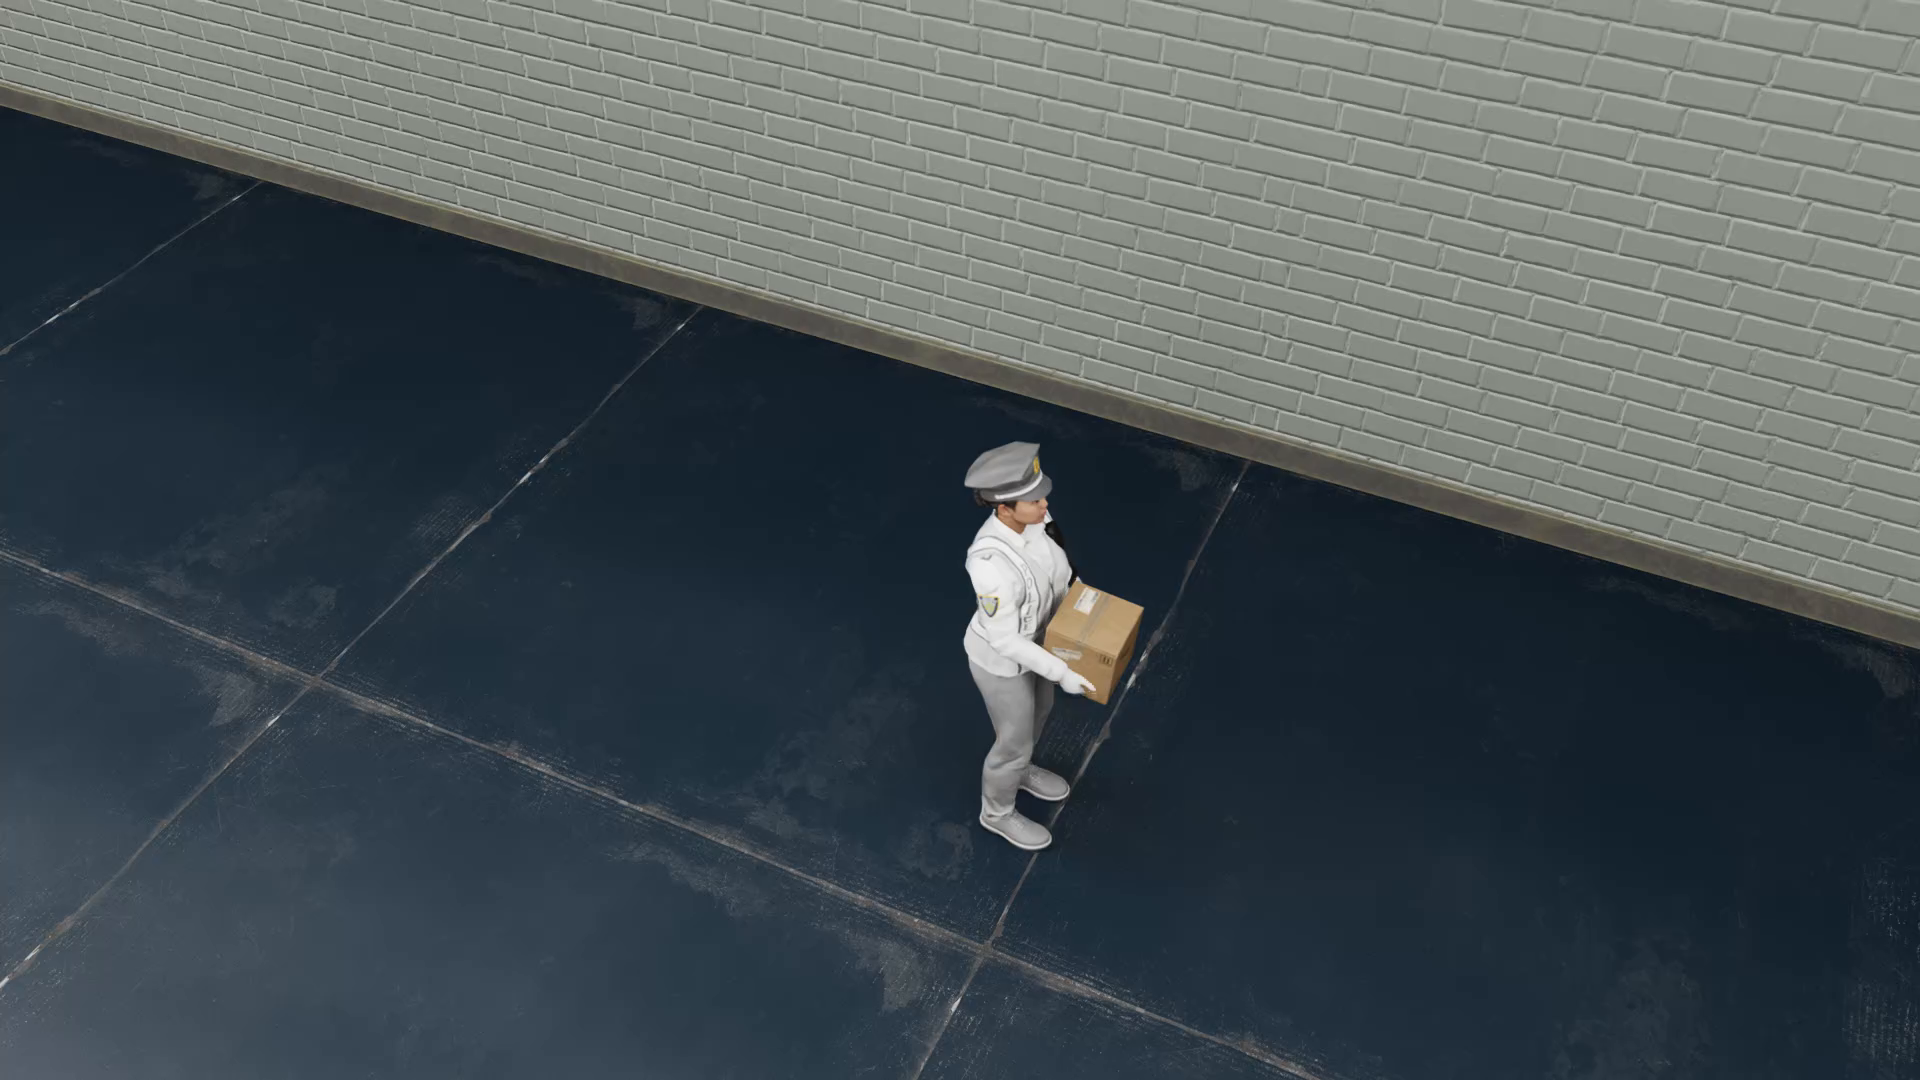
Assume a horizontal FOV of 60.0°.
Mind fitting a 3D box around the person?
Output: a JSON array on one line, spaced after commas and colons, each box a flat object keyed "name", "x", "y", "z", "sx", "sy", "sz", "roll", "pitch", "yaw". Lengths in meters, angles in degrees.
[{"name": "person", "x": 0.266, "y": 0.389, "z": 5.708, "sx": 0.517, "sy": 1.692, "sz": 0.482, "roll": 17, "pitch": 45, "yaw": 18}]
